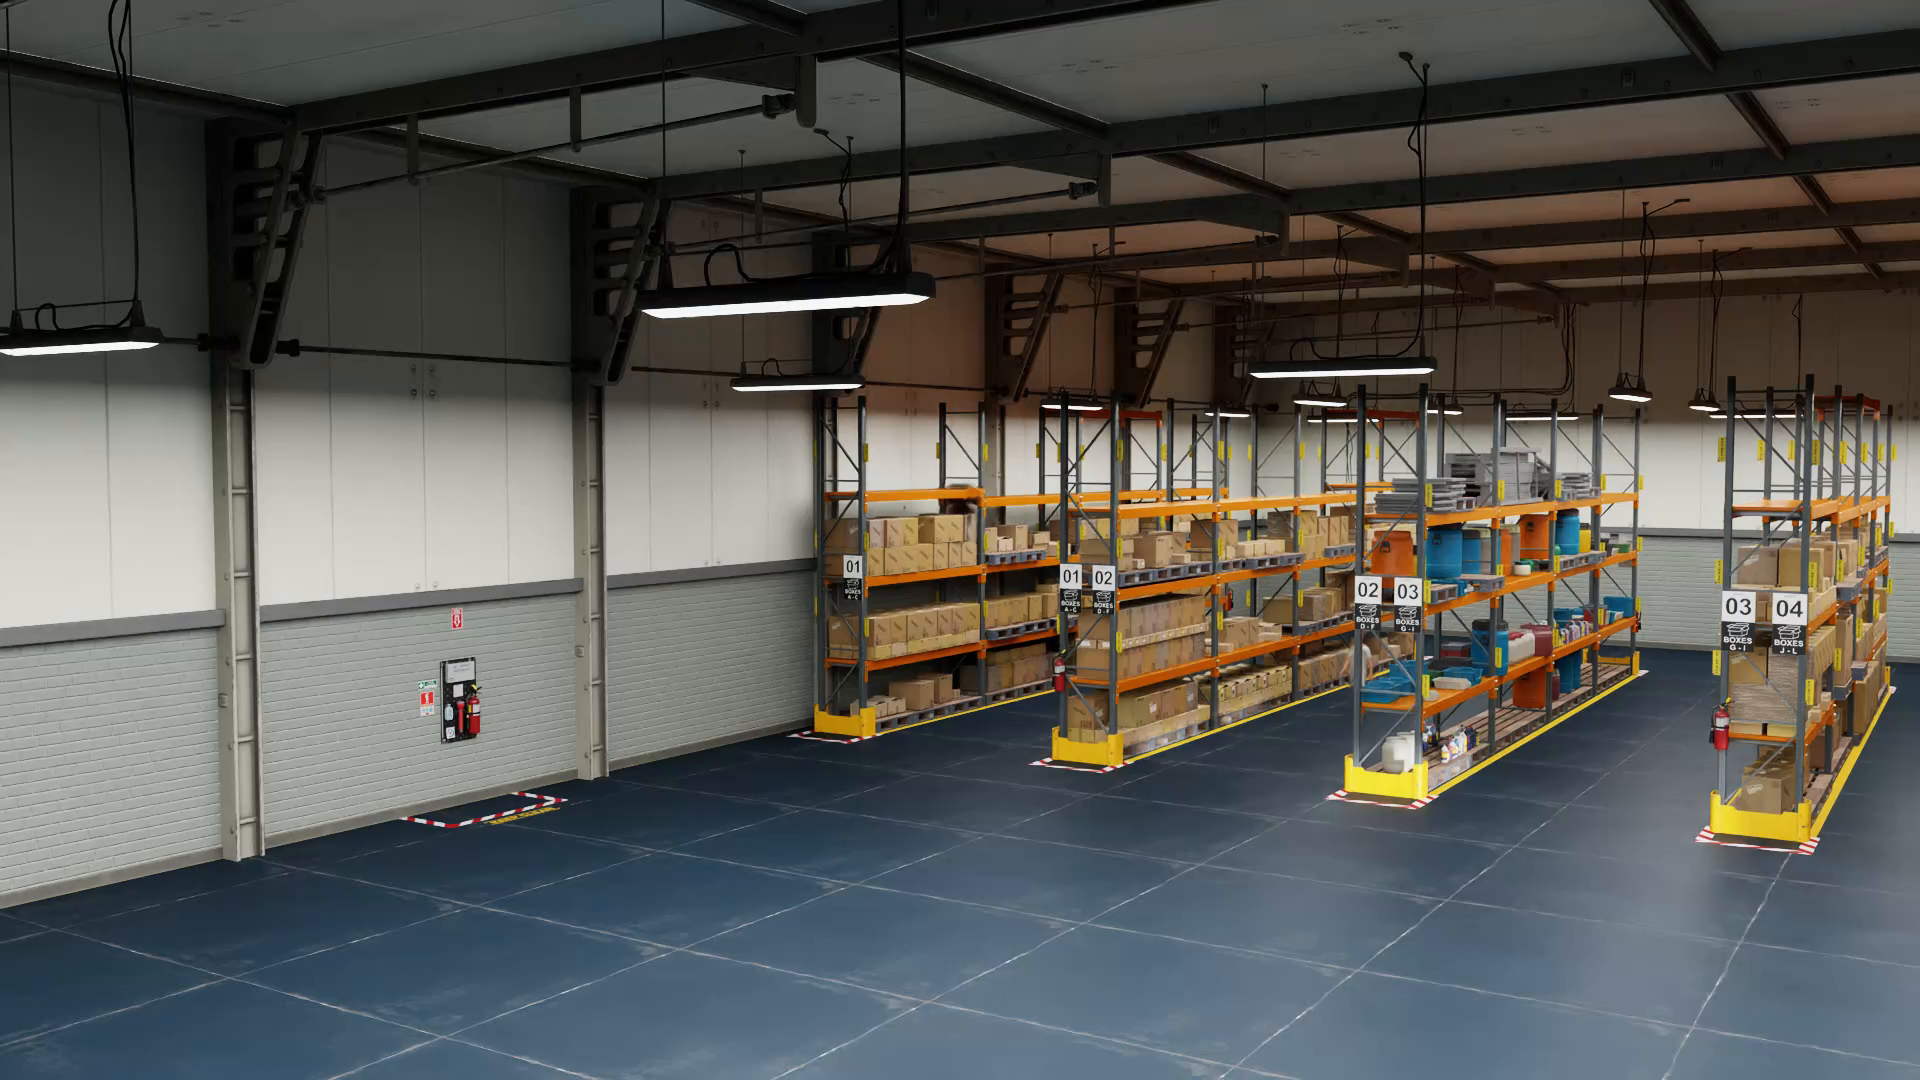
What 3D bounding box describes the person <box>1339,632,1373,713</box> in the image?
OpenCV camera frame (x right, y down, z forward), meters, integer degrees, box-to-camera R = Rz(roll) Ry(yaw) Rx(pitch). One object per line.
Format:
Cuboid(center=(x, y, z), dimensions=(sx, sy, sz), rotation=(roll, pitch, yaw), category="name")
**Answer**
Cuboid(center=(7.547, 2.500, 31.547), dimensions=(0.593, 1.563, 0.892), rotation=(2, 3, 31), category="person")
